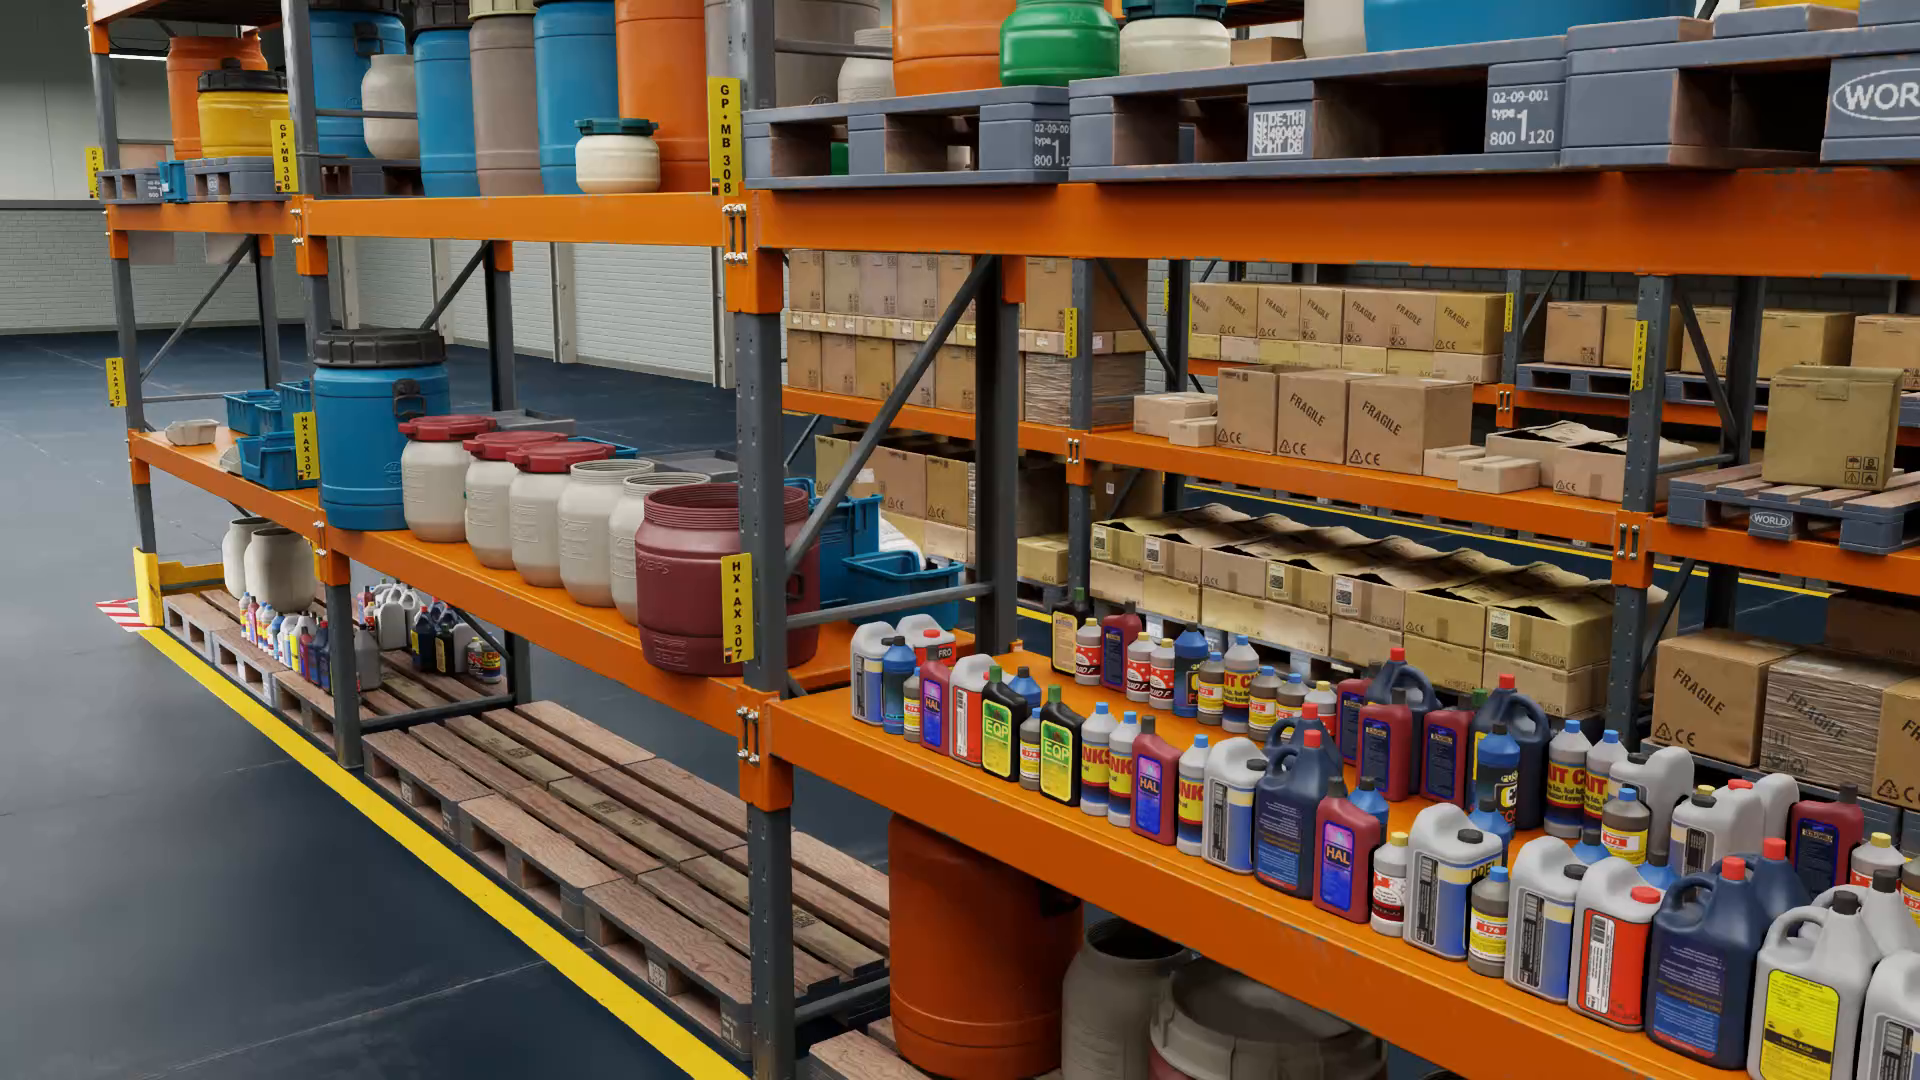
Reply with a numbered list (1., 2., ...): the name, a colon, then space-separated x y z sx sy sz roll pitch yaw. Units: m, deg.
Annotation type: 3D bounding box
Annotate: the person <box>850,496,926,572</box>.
1. person: -0.603 0.147 11.426 0.461 0.847 0.864 -9 14 -38
